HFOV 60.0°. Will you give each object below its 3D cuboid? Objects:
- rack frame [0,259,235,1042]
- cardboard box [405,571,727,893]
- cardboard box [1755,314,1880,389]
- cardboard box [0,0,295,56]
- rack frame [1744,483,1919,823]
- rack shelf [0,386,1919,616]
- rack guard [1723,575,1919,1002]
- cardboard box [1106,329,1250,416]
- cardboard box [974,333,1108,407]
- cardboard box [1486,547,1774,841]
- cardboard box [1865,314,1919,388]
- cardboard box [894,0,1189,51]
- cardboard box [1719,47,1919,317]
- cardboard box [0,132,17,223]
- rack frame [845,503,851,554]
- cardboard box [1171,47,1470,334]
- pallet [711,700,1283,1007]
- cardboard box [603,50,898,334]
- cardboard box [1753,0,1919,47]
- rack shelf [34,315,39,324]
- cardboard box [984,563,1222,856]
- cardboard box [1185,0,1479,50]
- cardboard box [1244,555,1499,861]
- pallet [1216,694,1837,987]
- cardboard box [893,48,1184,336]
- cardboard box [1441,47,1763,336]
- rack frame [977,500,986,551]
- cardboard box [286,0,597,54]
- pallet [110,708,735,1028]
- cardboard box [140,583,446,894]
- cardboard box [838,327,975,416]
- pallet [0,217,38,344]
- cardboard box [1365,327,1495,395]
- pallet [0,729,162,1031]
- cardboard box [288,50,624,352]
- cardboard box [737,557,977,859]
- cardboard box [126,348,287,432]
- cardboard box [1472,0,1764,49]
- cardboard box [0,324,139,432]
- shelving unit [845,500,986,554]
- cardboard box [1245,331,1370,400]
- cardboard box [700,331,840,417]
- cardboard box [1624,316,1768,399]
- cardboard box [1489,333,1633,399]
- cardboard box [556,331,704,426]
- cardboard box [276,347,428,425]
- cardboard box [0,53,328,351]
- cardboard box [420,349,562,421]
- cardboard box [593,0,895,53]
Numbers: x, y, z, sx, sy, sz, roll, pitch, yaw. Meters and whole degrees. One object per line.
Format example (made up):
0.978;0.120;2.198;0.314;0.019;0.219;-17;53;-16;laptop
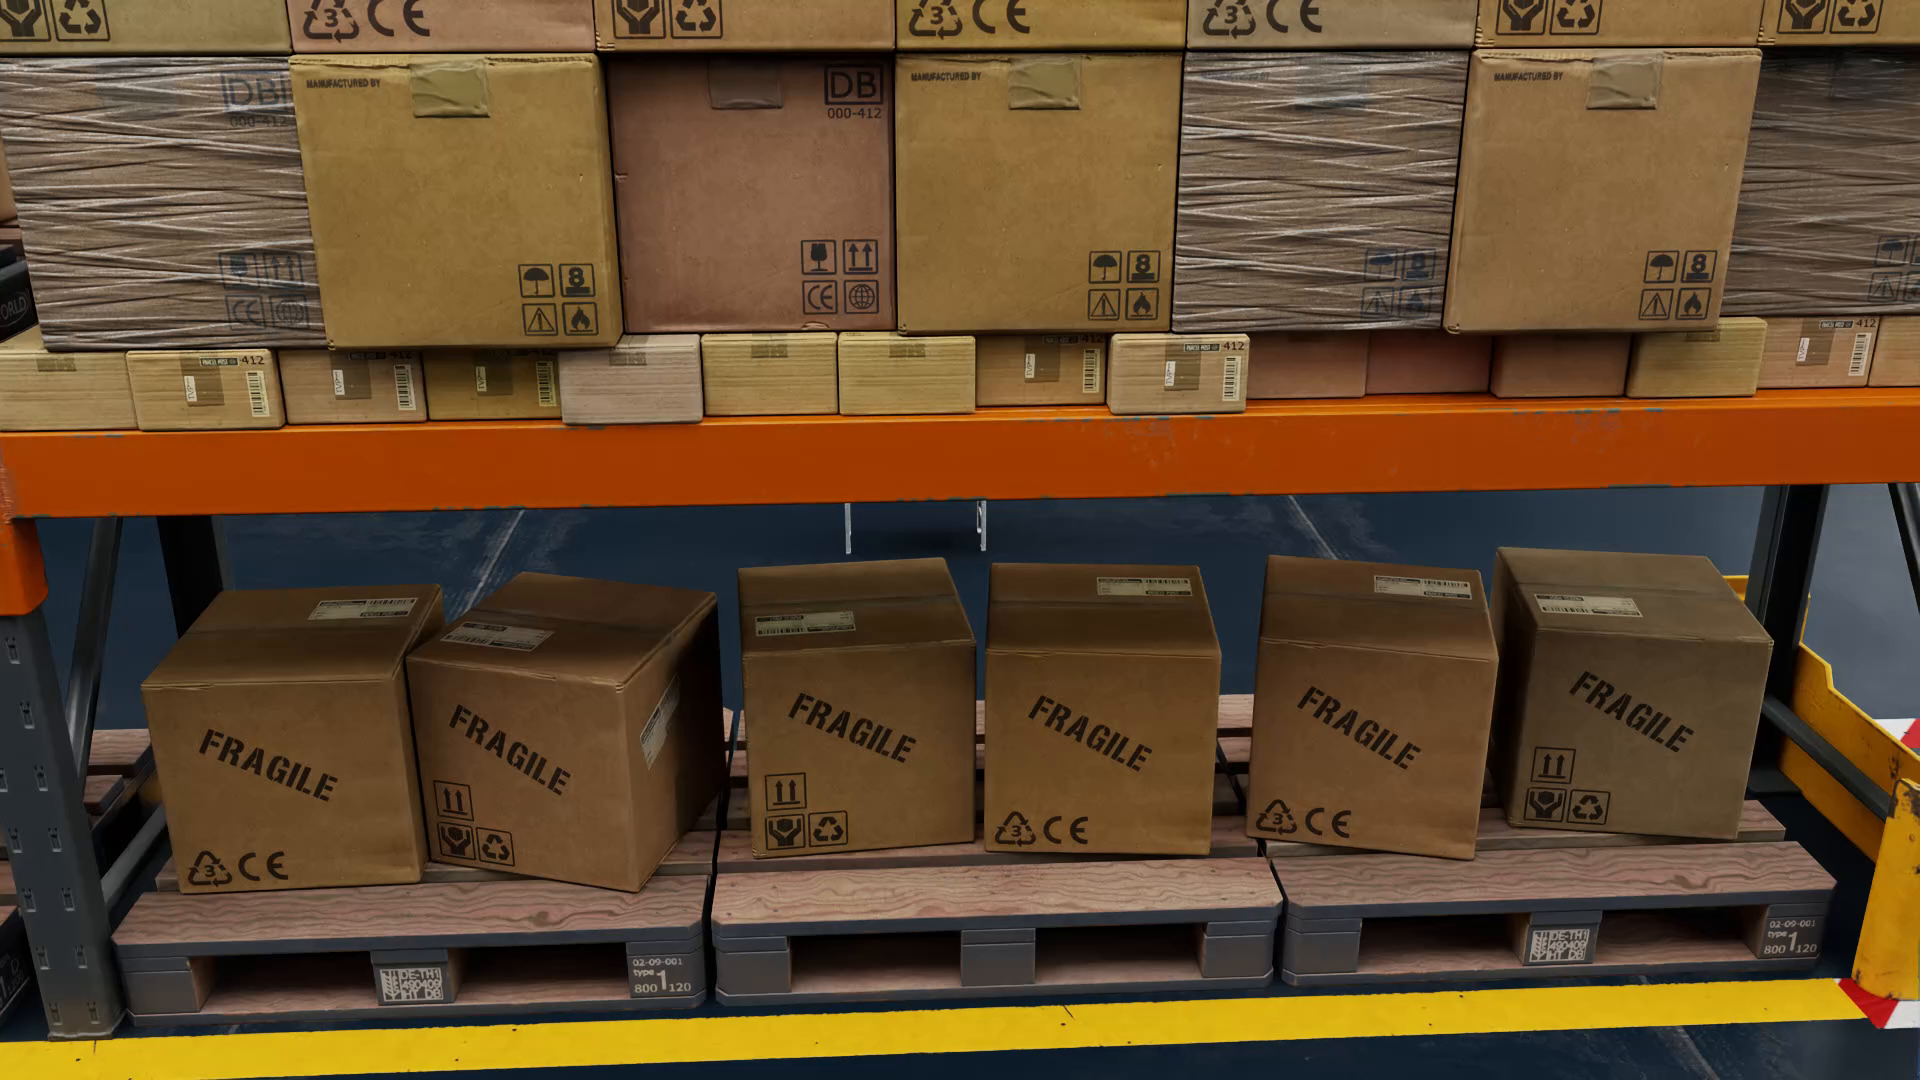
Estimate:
-1.836;-0.550;3.349;0.127;3.000;1.000;-1;21;-3;rack frame
-0.863;0.414;3.741;0.500;0.500;0.500;5;22;14;cardboard box
1.635;-0.430;3.387;0.250;0.149;0.380;-1;21;-3;cardboard box
-1.372;-1.122;2.888;0.500;0.500;0.500;-1;21;-3;cardboard box
2.158;-0.631;3.563;0.127;3.000;1.000;-1;21;-3;rack frame
0.161;-0.254;3.584;4.000;0.370;1.077;-1;21;-3;rack shelf
2.082;0.539;4.003;0.348;0.500;1.175;-1;21;-3;rack guard
0.393;-0.367;3.222;0.250;0.149;0.380;-1;21;-3;cardboard box
0.140;-0.386;3.273;0.250;0.149;0.380;-1;21;-3;cardboard box
1.533;0.348;3.915;0.500;0.500;0.500;3;21;7;cardboard box
1.885;-0.435;3.400;0.250;0.149;0.380;-1;21;-3;cardboard box
0.125;-1.156;2.979;0.500;0.500;0.500;-1;21;-3;cardboard box
1.607;-0.815;3.488;0.500;0.500;0.875;-1;21;-3;cardboard box
-2.637;-1.060;3.256;1.000;1.000;1.000;-1;21;-3;cardboard box
-0.409;-0.552;5.886;0.015;1.200;0.240;-1;21;-3;rack frame
0.613;-0.768;3.363;0.500;0.500;0.875;-1;21;-3;cardboard box
0.054;0.701;3.982;1.213;0.211;1.003;-1;21;-3;pallet
-0.388;-0.766;3.359;0.500;0.500;0.875;-1;21;-3;cardboard box
1.623;-1.185;3.054;0.500;0.500;0.500;-1;21;-3;cardboard box
-3.832;-0.173;3.371;4.000;0.370;1.077;-1;21;-3;rack shelf
0.312;0.378;3.835;0.500;0.500;0.500;1;21;2;cardboard box
0.625;-1.164;2.998;0.500;0.500;0.500;-1;21;-3;cardboard box
0.939;0.372;3.851;0.500;0.500;0.500;4;21;11;cardboard box
1.269;0.678;4.044;1.213;0.211;1.003;-1;21;-3;pallet
0.113;-0.762;3.348;0.500;0.500;0.875;-1;21;-3;cardboard box
1.115;-0.763;3.350;0.500;0.500;0.875;-1;21;-3;cardboard box
0.078;-0.562;5.912;0.015;1.200;0.240;-1;21;-3;rack frame
-0.873;-1.132;2.916;0.500;0.500;0.500;-1;21;-3;cardboard box
-1.167;0.727;3.914;1.213;0.211;1.003;-1;21;-3;pallet
-1.434;0.428;3.703;0.500;0.500;0.500;-2;21;-5;cardboard box
-0.107;-0.365;3.217;0.250;0.149;0.380;-1;21;-3;cardboard box
-2.607;-0.496;3.478;1.213;0.211;1.003;-1;21;-3;pallet
0.886;-0.416;3.352;0.250;0.149;0.380;-1;21;-3;cardboard box
-2.613;0.770;3.803;1.213;0.211;1.003;-1;21;-3;pallet
-0.882;-0.720;3.239;0.500;0.500;0.875;-1;21;-3;cardboard box
-0.247;0.373;3.847;0.500;0.500;0.500;-3;21;-8;cardboard box
-1.354;-0.330;3.126;0.250;0.149;0.380;-1;21;-3;cardboard box
1.124;-1.173;3.022;0.500;0.500;0.500;-1;21;-3;cardboard box
-1.604;-0.330;3.125;0.250;0.149;0.380;-1;21;-3;cardboard box
-0.165;-0.557;5.899;0.503;1.200;0.258;-1;21;-3;shelving unit
0.638;-0.403;3.318;0.250;0.149;0.380;-1;21;-3;cardboard box
-0.357;-0.364;3.214;0.250;0.149;0.380;-1;21;-3;cardboard box
1.389;-0.406;3.325;0.250;0.149;0.380;-1;21;-3;cardboard box
1.138;-0.407;3.327;0.250;0.149;0.380;-1;21;-3;cardboard box
-0.605;-0.344;3.162;0.250;0.149;0.380;-1;21;-3;cardboard box
-1.106;-0.345;3.165;0.250;0.149;0.380;-1;21;-3;cardboard box
-1.383;-0.723;3.245;0.500;0.500;0.875;-1;21;-3;cardboard box
-0.856;-0.354;3.187;0.250;0.149;0.380;-1;21;-3;cardboard box
-0.374;-1.142;2.942;0.500;0.500;0.500;-1;21;-3;cardboard box
